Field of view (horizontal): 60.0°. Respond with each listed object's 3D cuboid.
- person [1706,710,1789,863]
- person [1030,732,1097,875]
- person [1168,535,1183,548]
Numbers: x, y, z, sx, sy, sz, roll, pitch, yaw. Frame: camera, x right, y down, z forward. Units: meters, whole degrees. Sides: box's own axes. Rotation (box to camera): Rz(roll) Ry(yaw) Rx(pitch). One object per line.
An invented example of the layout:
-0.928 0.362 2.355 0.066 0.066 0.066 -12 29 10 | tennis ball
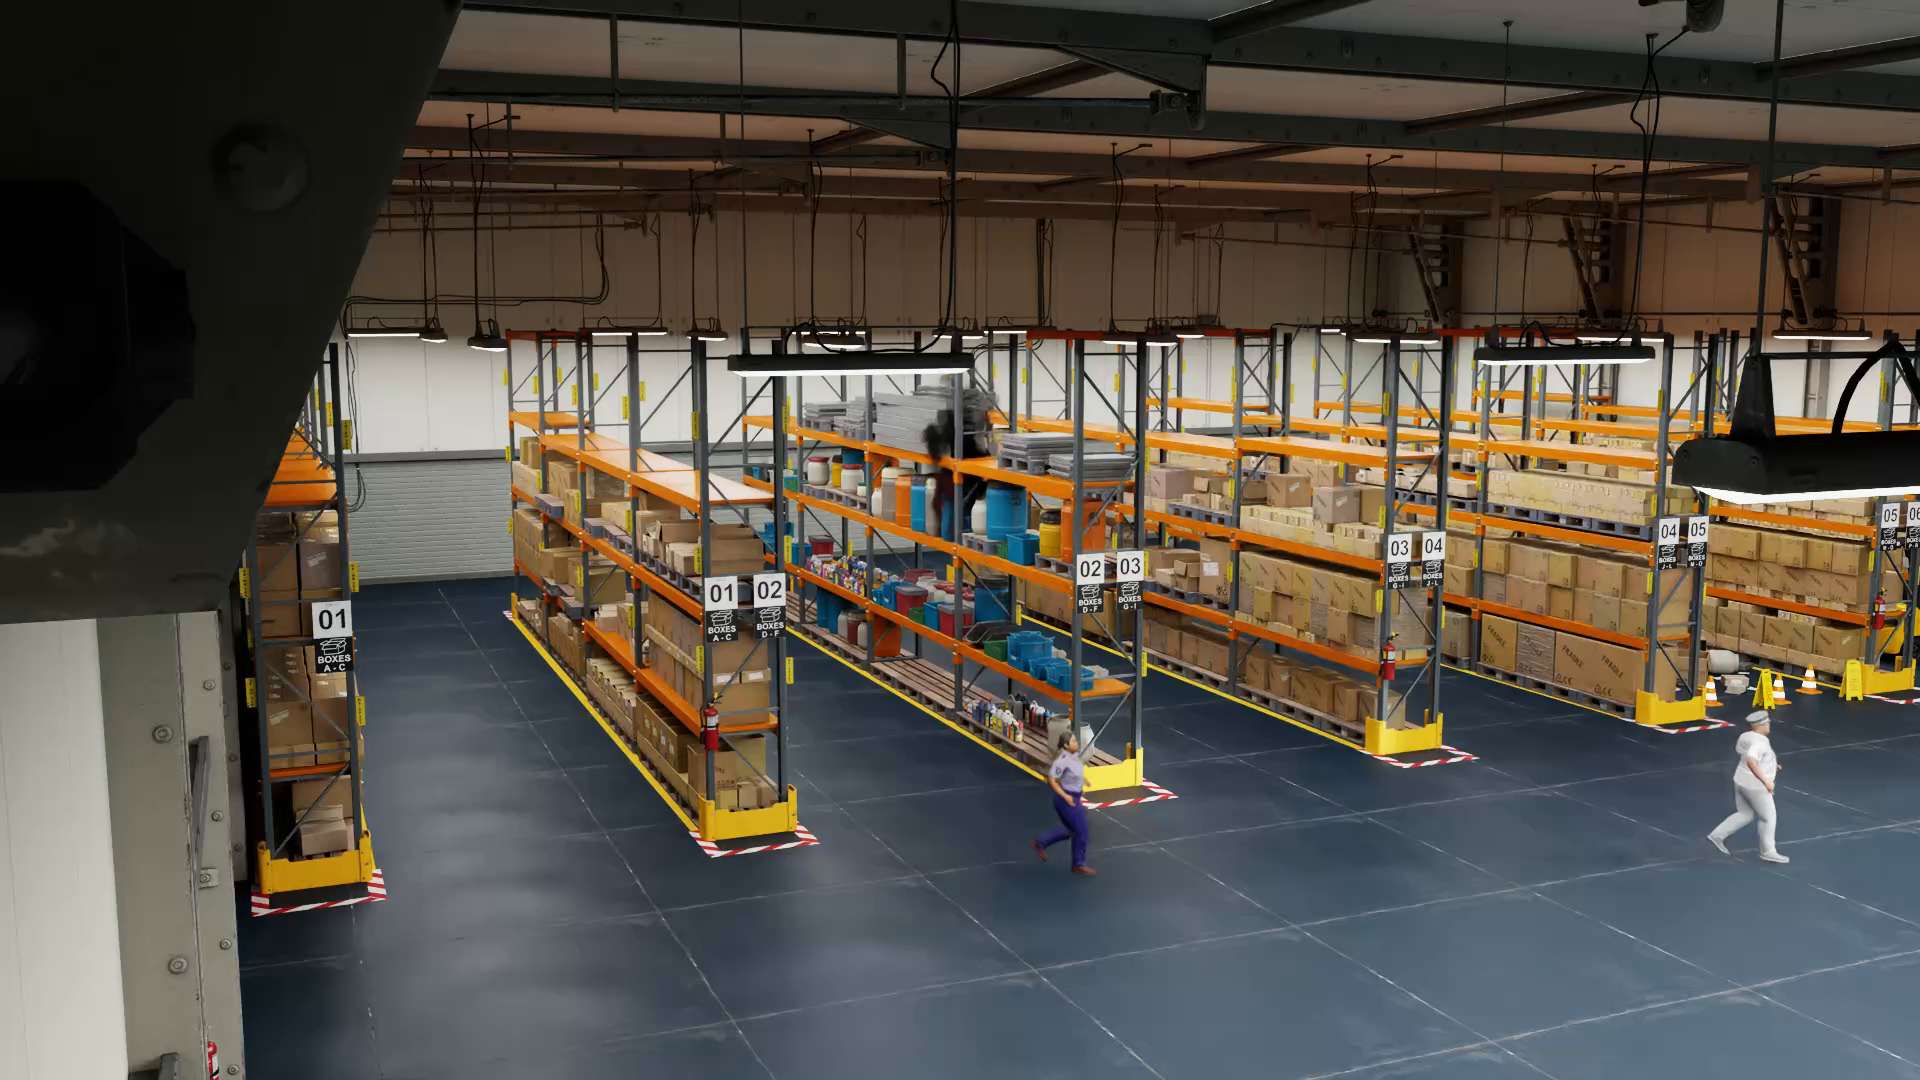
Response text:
9.167 2.839 19.214 0.876 1.778 0.679 0 8 0 | person
1.178 2.979 18.904 0.776 1.648 0.601 1 8 9 | person
5.450 -0.143 41.968 0.474 1.557 0.816 5 9 31 | person
